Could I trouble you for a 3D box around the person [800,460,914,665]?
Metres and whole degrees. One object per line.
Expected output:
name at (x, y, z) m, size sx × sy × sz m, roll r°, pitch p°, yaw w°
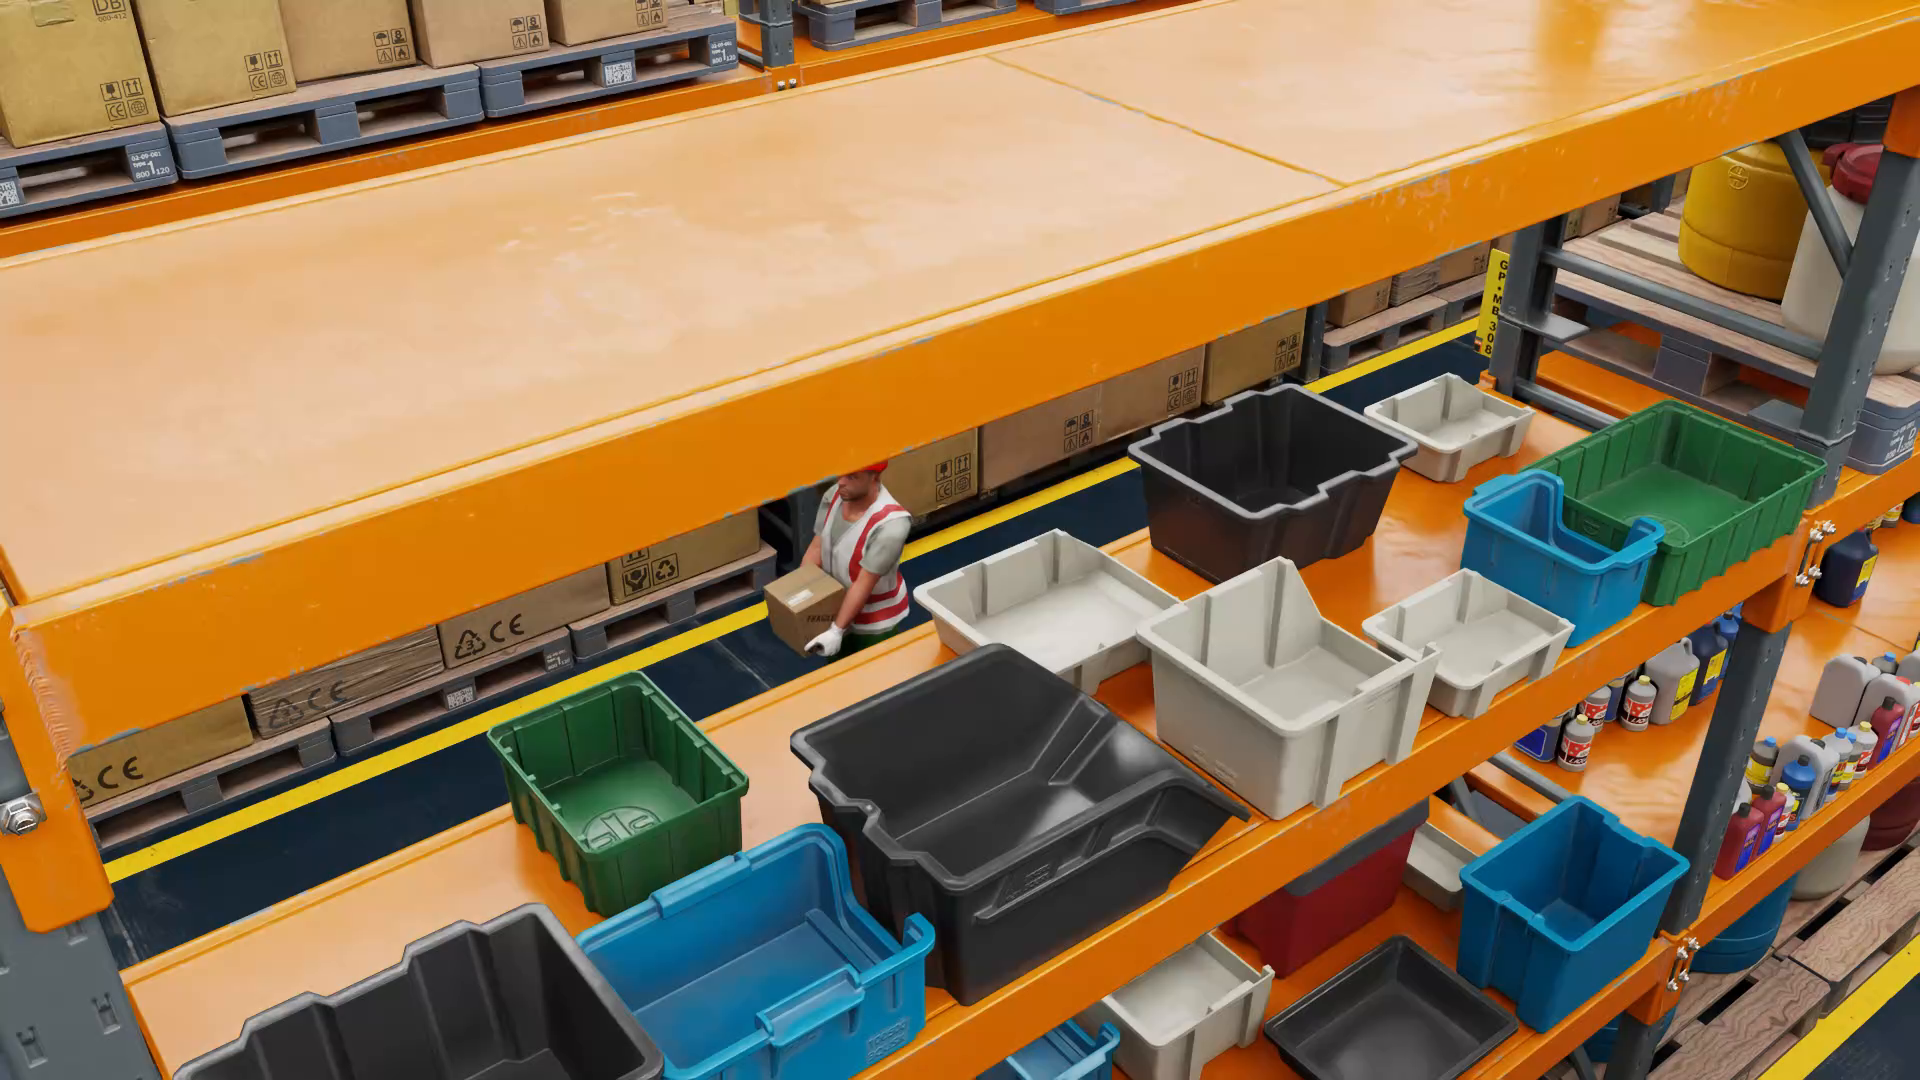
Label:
person at (-0.500, 0.365, 7.190) m, size 0.561 × 1.787 × 0.495 m, roll -22°, pitch 38°, yaw -32°
